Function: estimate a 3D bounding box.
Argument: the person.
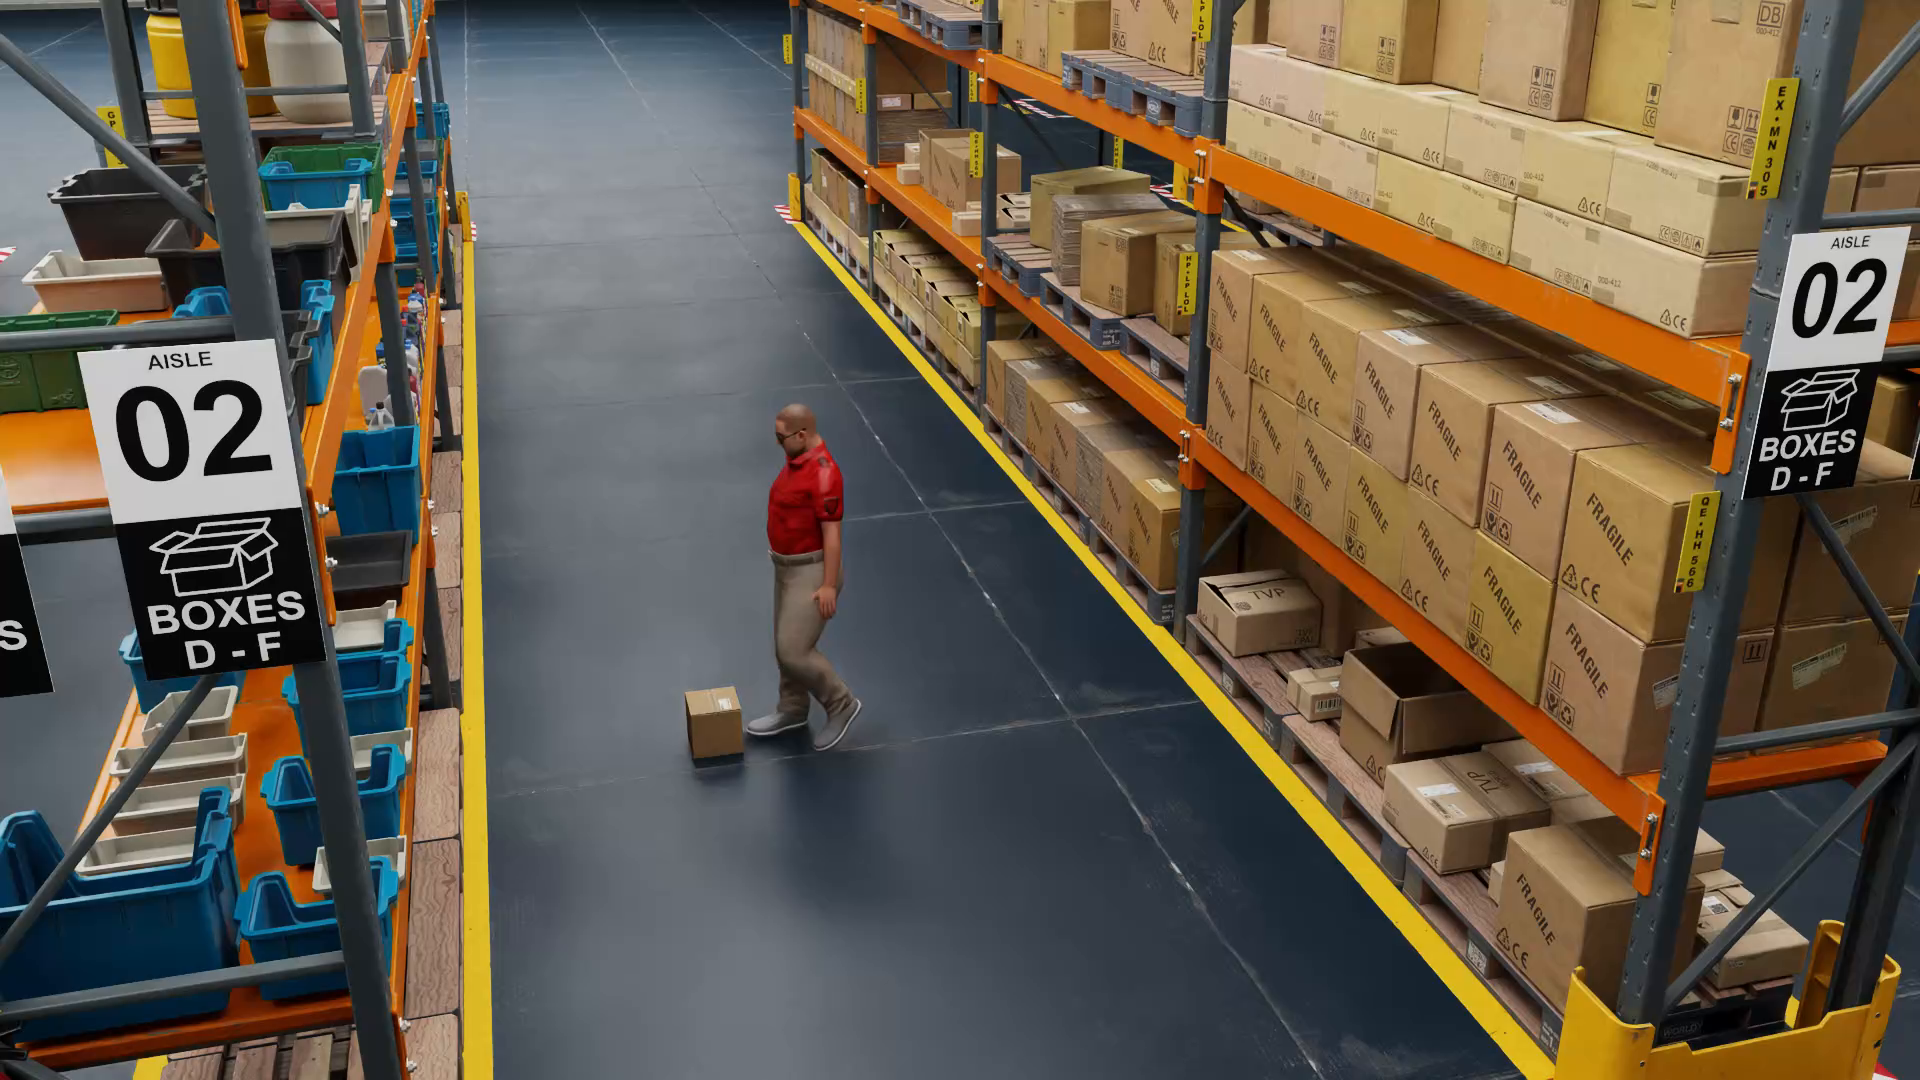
[{"bbox_3d":[-0.812,0.176,8.154,0.549,1.725,0.571,-9,24,-20],"label":"person"}]
